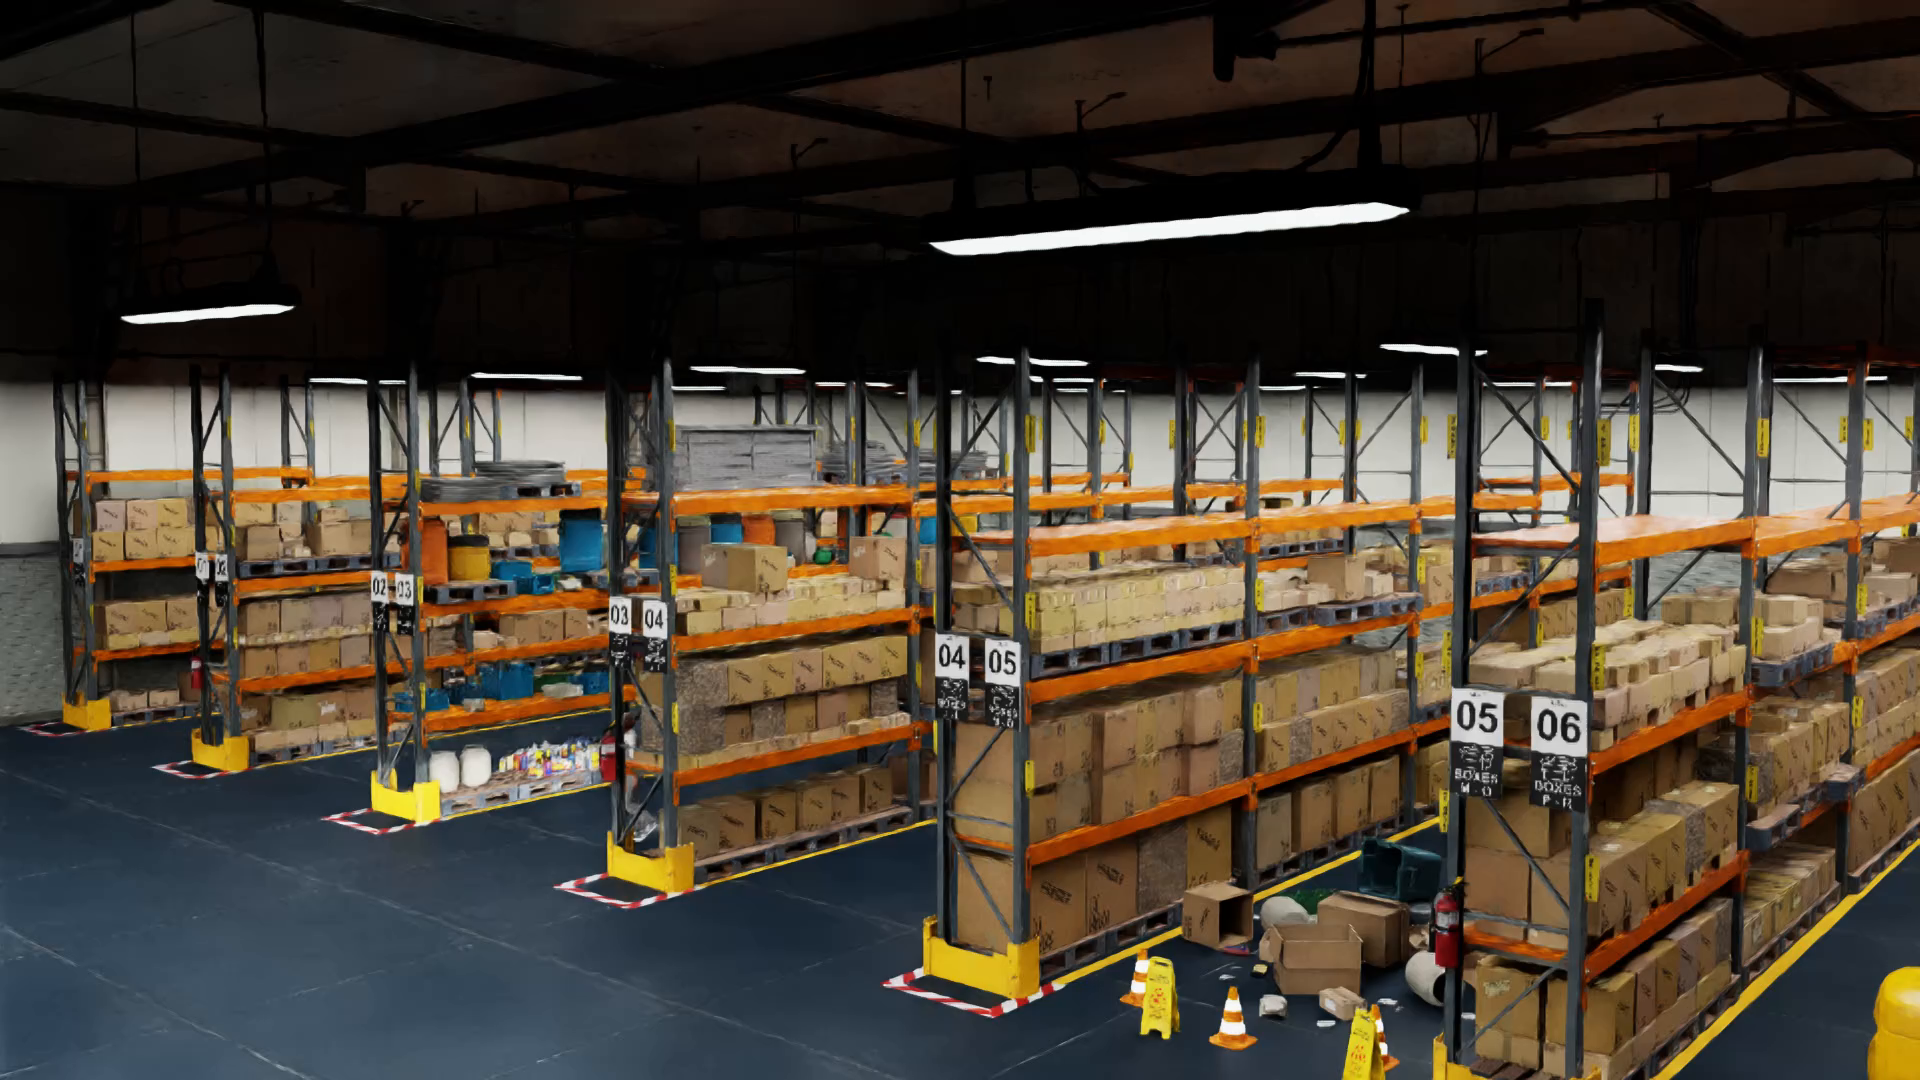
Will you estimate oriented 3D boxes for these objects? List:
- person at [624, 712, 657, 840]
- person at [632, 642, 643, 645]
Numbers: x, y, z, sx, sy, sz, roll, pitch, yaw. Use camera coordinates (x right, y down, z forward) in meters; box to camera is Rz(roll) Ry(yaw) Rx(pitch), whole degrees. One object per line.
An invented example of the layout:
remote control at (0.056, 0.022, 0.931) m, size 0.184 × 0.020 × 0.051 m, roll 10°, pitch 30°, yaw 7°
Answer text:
person at (-3.962, 2.905, 20.390) m, size 0.477 × 1.582 × 0.475 m, roll -1°, pitch 4°, yaw -10°
person at (-6.955, 1.827, 35.105) m, size 0.481 × 1.552 × 1.091 m, roll 3°, pitch 5°, yaw 38°
